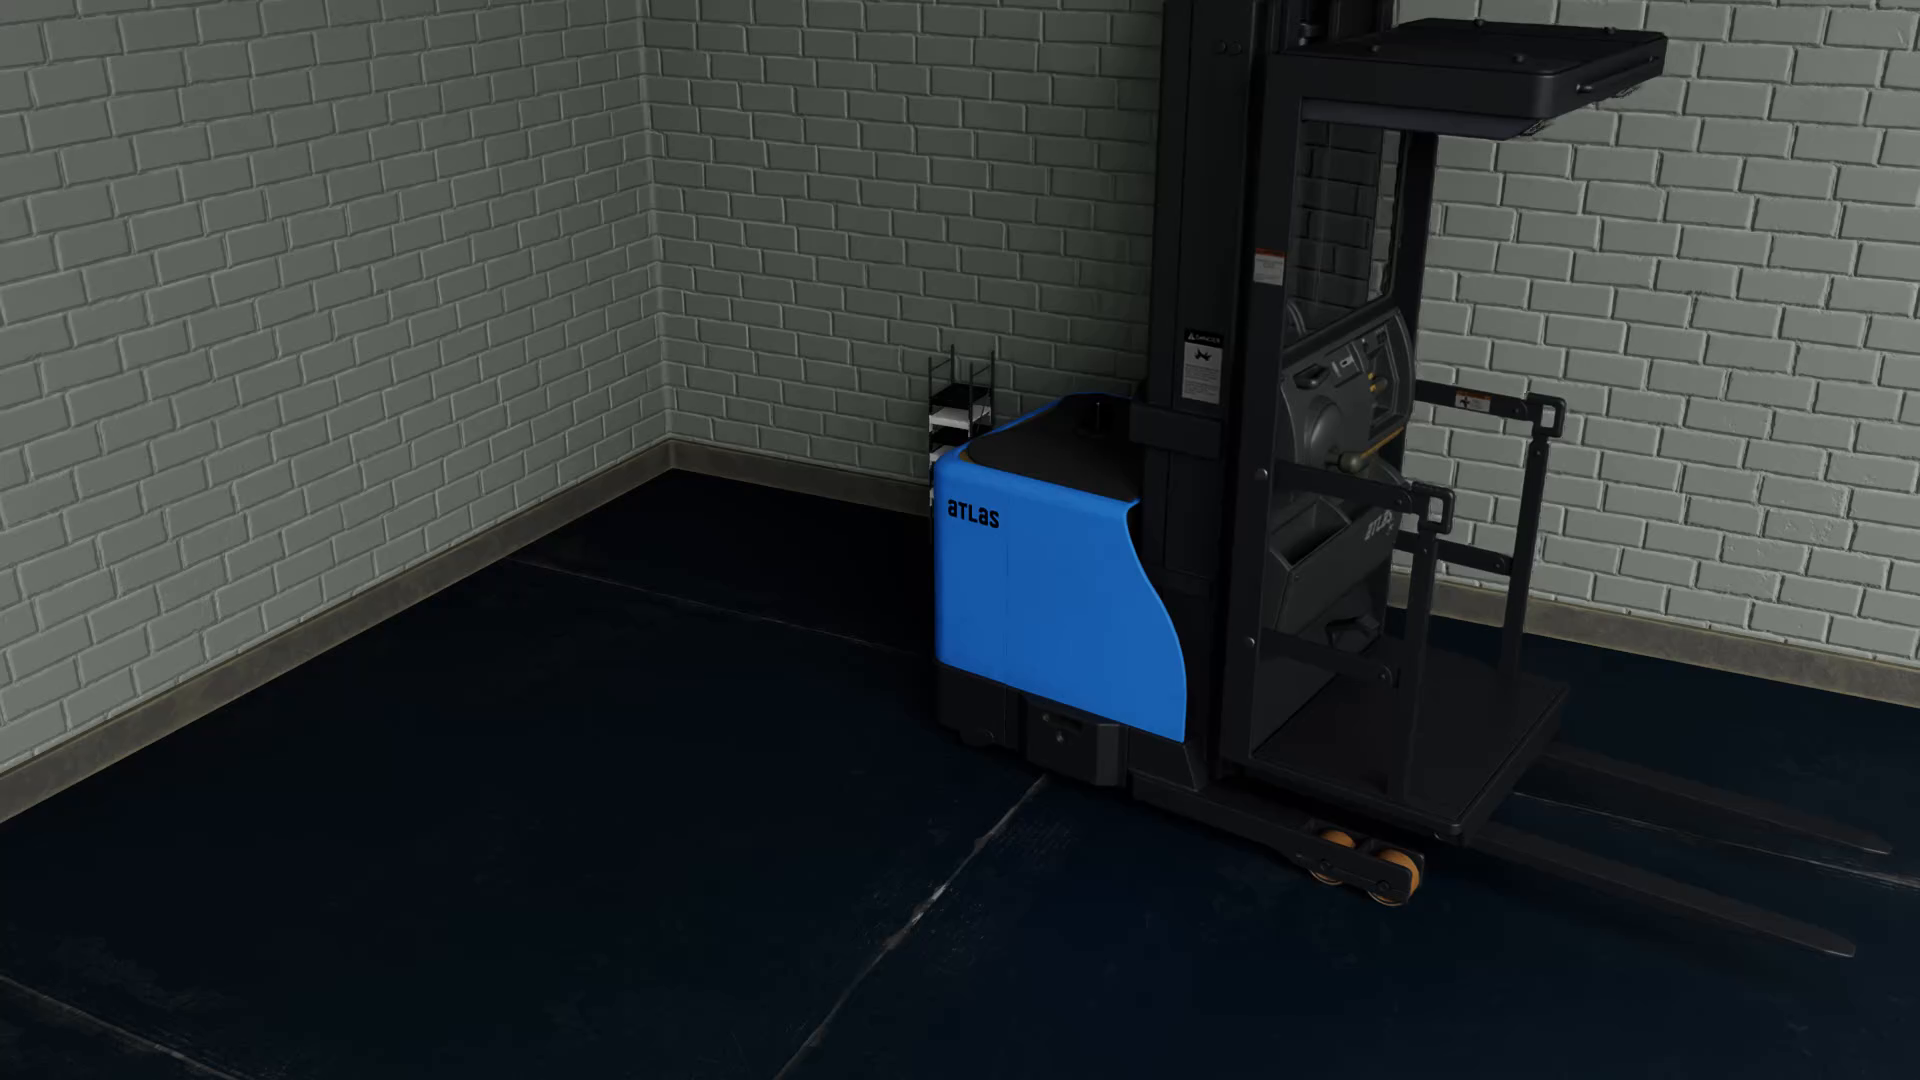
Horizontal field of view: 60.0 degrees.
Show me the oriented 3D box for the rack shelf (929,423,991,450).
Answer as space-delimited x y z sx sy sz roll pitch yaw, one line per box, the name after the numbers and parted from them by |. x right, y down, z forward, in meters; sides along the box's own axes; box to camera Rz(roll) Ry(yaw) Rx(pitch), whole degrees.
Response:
0.007 -0.465 7.548 0.200 0.077 0.258 11 25 25 | rack shelf

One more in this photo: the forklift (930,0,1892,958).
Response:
1.387 -0.462 5.090 3.031 2.935 1.130 16 28 32 | forklift

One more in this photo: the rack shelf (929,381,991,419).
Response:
0.007 -0.630 7.478 0.200 0.077 0.258 11 25 25 | rack shelf

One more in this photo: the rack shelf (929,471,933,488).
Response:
0.007 -0.299 7.619 0.200 0.077 0.258 11 25 25 | rack shelf

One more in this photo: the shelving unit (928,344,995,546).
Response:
0.007 -0.413 7.571 0.210 0.900 0.258 11 25 25 | shelving unit

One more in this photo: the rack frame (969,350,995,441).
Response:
0.098 -0.395 7.528 0.006 0.900 0.240 11 25 25 | rack frame

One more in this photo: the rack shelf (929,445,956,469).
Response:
0.007 -0.382 7.584 0.200 0.077 0.258 11 25 25 | rack shelf

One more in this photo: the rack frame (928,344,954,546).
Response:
-0.083 -0.431 7.613 0.006 0.900 0.240 11 25 25 | rack frame

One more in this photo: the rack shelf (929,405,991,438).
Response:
0.007 -0.548 7.513 0.200 0.077 0.258 11 25 25 | rack shelf

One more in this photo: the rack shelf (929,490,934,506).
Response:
0.007 -0.216 7.654 0.200 0.077 0.258 11 25 25 | rack shelf
